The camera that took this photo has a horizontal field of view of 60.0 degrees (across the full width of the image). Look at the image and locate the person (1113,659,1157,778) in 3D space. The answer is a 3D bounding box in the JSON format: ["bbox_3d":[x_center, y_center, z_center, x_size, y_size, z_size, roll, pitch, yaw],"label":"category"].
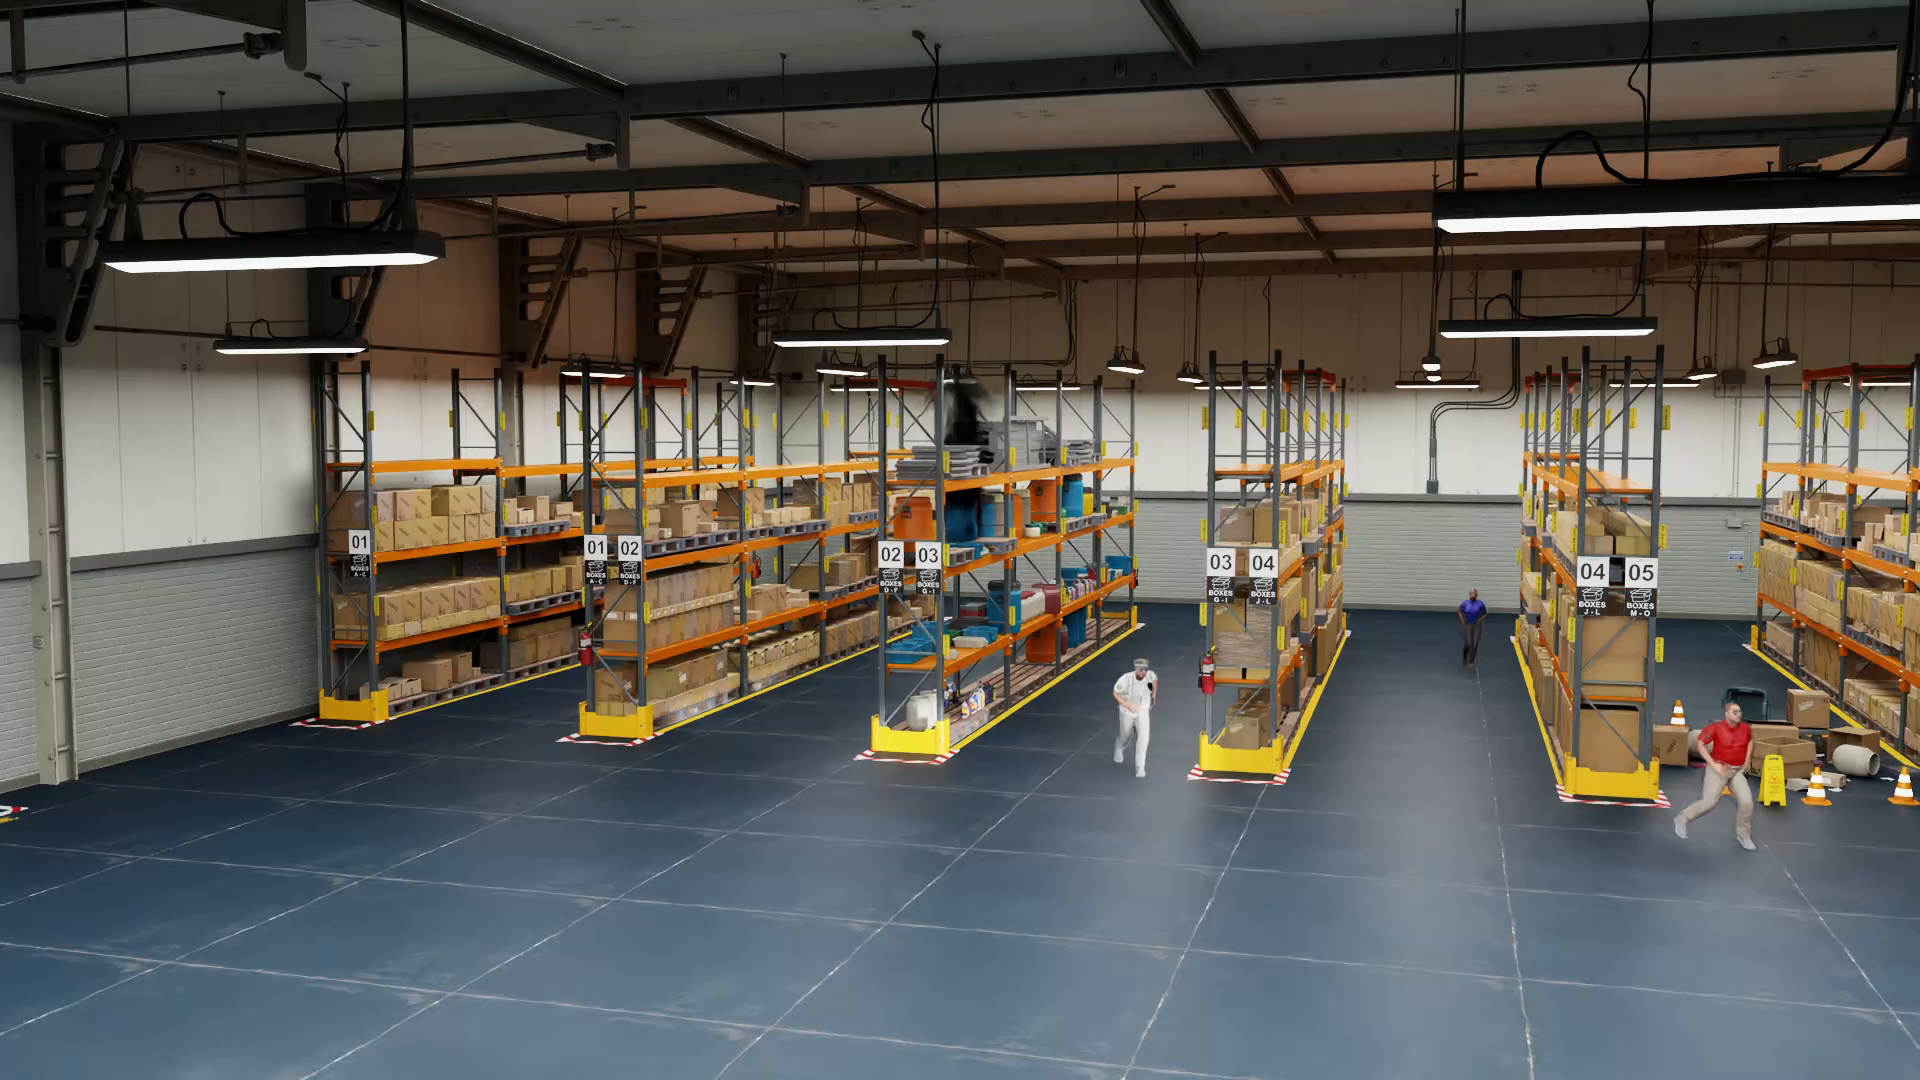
[{"bbox_3d":[2.460,2.495,23.785,0.701,1.722,1.022,-1,4,-17],"label":"person"}]

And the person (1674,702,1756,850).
[{"bbox_3d":[9.012,2.778,19.683,0.897,1.737,0.735,-1,4,-14],"label":"person"}]

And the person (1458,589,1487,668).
[{"bbox_3d":[10.361,1.791,33.595,0.560,1.621,0.574,1,4,14],"label":"person"}]
